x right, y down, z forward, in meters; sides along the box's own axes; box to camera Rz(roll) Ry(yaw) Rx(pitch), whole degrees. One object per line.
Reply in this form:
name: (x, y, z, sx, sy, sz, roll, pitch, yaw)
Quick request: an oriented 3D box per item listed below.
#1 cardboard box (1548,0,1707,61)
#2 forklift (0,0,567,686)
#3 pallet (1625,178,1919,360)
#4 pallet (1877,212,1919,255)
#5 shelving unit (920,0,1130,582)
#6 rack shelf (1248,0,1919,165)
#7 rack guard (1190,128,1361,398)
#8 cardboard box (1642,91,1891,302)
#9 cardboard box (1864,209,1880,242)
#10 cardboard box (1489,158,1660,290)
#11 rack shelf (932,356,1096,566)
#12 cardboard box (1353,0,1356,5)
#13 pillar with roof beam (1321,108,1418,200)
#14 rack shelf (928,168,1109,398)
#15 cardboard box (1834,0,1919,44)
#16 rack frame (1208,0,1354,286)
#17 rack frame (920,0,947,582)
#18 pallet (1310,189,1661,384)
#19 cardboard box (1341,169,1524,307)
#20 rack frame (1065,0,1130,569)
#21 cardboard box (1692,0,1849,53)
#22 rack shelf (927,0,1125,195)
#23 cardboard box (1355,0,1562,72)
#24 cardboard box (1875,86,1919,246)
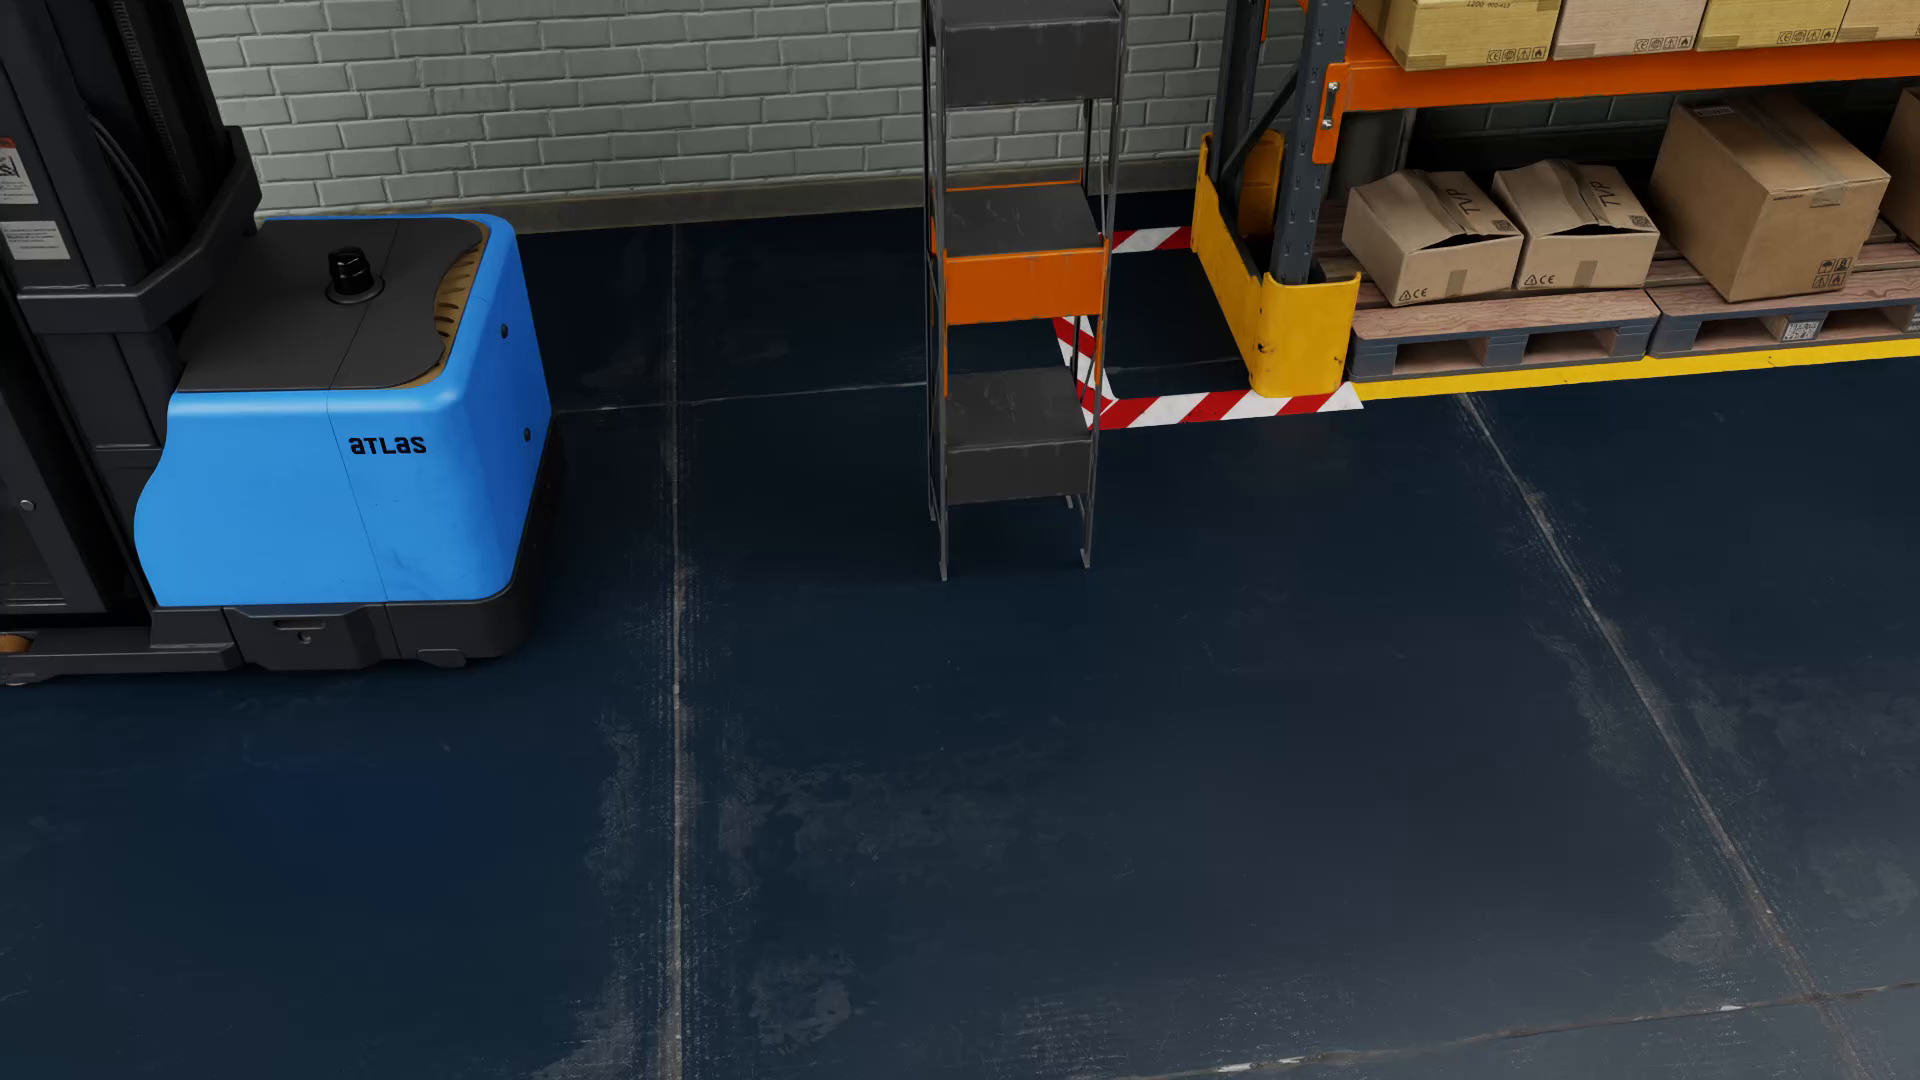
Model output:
cardboard box: (2.192, -1.885, 5.697, 0.500, 0.250, 0.500, -6, 42, -7)
forklift: (-2.906, -0.987, 4.656, 3.031, 2.935, 1.130, -1, 42, -1)
pallet: (3.247, -1.169, 6.888, 1.213, 0.211, 1.003, -5, 42, -6)
pallet: (4.459, -1.277, 7.008, 1.213, 0.211, 1.003, -5, 42, -6)
shelving unit: (0.164, -0.794, 5.063, 0.503, 2.100, 0.431, -5, 42, -6)
rack shelf: (3.137, -1.953, 6.213, 4.000, 0.370, 1.077, -5, 42, -6)
rack guard: (1.229, -1.125, 6.624, 0.348, 0.500, 1.175, -5, 42, -6)
cardboard box: (3.151, -1.362, 6.558, 0.500, 0.500, 0.700, -7, 43, -8)
cardboard box: (3.532, -1.373, 6.833, 0.250, 0.149, 0.380, -8, 43, -9)
cardboard box: (2.417, -1.261, 6.588, 0.500, 0.311, 0.500, -2, 42, -2)
rack shelf: (0.164, -0.264, 5.541, 0.480, 0.518, 0.431, -5, 42, -6)
cardboard box: (1.592, -2.168, 6.011, 0.500, 0.250, 0.500, -4, 42, -5)
pillar with roof beam: (2.294, -2.051, 1.305, 0.400, 9.000, 9.100, -5, 42, -6)
rack shelf: (0.164, -0.784, 5.072, 0.480, 0.518, 0.431, -5, 42, -6)
cardboard box: (3.200, -1.967, 5.788, 0.500, 0.250, 0.500, -5, 42, -5)
rack frame: (1.154, -2.047, 5.780, 0.127, 3.000, 1.000, -5, 42, -6)
rack frame: (-0.078, -0.773, 5.039, 0.015, 2.100, 0.400, -5, 42, -6)
pallet: (2.040, -1.065, 6.773, 1.213, 0.211, 1.003, -5, 42, -6)
cardboard box: (1.852, -1.212, 6.533, 0.500, 0.311, 0.500, -9, 43, -10)
rack frame: (0.406, -0.815, 5.086, 0.015, 2.100, 0.400, -5, 42, -6)
cardboard box: (2.698, -1.925, 5.741, 0.500, 0.250, 0.500, -6, 42, -6)
rack shelf: (0.164, -1.304, 4.603, 0.480, 0.518, 0.431, -5, 42, -6)
cardboard box: (1.679, -1.830, 5.636, 0.500, 0.250, 0.500, -6, 42, -7)
cardboard box: (4.096, -1.513, 6.725, 0.500, 0.500, 0.500, -8, 43, -9)
